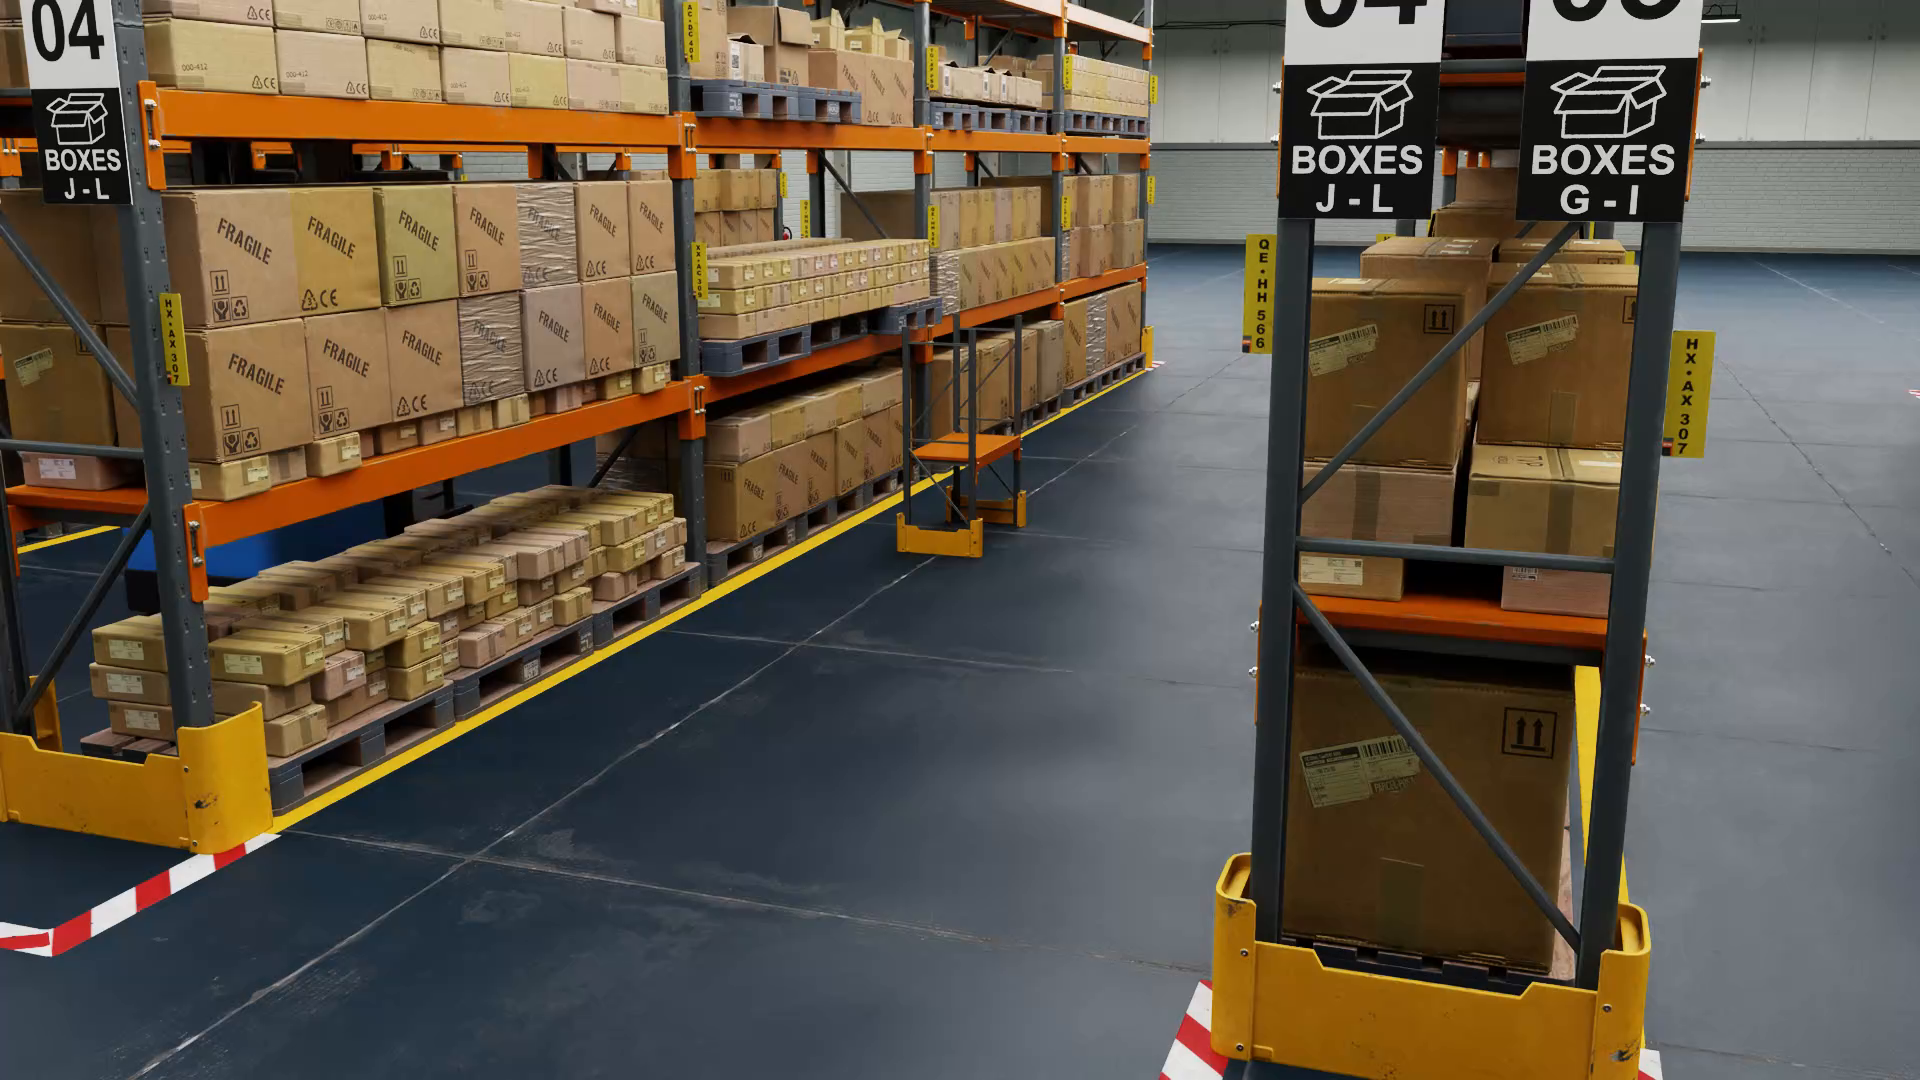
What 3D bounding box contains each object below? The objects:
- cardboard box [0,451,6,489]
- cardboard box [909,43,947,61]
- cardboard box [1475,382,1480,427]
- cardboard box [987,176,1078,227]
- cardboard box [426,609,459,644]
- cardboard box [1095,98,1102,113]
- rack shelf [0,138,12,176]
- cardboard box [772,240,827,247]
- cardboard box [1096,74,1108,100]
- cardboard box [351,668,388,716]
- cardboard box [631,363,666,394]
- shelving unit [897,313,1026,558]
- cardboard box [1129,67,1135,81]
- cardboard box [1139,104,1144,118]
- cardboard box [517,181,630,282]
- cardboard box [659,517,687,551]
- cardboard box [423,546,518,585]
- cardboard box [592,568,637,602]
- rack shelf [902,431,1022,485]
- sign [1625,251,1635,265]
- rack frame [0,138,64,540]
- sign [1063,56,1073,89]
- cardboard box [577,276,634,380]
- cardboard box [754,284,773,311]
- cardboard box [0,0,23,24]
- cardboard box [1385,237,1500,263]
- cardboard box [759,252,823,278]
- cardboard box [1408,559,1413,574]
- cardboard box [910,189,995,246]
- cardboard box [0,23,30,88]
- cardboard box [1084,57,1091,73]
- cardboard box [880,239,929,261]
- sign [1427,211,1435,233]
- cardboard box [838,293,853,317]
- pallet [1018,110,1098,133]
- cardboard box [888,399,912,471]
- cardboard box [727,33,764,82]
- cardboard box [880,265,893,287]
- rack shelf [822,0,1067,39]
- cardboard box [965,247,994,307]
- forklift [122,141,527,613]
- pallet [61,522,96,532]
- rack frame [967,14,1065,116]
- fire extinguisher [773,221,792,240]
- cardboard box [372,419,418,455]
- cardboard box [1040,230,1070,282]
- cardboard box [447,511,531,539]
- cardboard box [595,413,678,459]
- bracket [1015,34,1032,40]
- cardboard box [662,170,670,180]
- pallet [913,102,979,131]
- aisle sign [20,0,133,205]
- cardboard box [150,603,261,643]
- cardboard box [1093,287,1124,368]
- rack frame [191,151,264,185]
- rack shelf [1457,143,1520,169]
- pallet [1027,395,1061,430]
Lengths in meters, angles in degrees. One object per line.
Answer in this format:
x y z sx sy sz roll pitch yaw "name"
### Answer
-7.047 -0.340 11.050 0.875 0.438 0.875 4 13 18 "cardboard box"
-0.434 -4.167 14.868 0.500 0.500 0.500 4 14 18 "cardboard box"
1.907 -0.573 6.927 0.500 0.250 0.500 5 14 20 "cardboard box"
0.782 -3.657 18.006 0.875 0.550 0.550 4 14 18 "cardboard box"
-2.589 0.396 7.805 0.380 0.149 0.250 4 13 16 "cardboard box"
1.329 -4.718 18.073 0.380 0.149 0.250 4 13 17 "cardboard box"
-7.389 -2.199 9.259 1.077 0.370 4.000 4 14 18 "rack shelf"
-1.233 -2.197 12.655 0.380 0.149 0.250 4 14 18 "cardboard box"
1.310 -4.941 18.155 0.500 0.250 0.500 4 14 18 "cardboard box"
-2.767 0.653 7.351 0.380 0.149 0.250 5 14 19 "cardboard box"
-1.877 -0.912 9.308 0.380 0.149 0.250 4 13 17 "cardboard box"
0.025 -0.747 11.391 0.587 1.500 1.083 4 14 18 "shelving unit"
1.821 -5.426 19.383 0.380 0.149 0.250 5 14 19 "cardboard box"
1.988 -5.146 19.949 0.380 0.149 0.250 4 14 19 "cardboard box"
-2.084 -1.627 8.736 0.500 0.500 0.500 4 13 17 "cardboard box"
-1.827 -0.044 9.736 0.380 0.149 0.250 5 14 20 "cardboard box"
-2.431 0.139 8.262 0.380 0.149 0.250 4 14 19 "cardboard box"
-2.018 0.228 9.213 0.380 0.149 0.250 4 13 17 "cardboard box"
0.028 -0.574 11.440 0.538 0.185 1.000 4 14 18 "rack shelf"
3.160 -1.216 7.952 0.100 0.325 0.005 4 14 18 "sign"
-6.742 -1.509 11.357 1.000 3.000 0.127 4 14 18 "rack frame"
1.079 -4.689 16.680 0.100 0.325 0.005 4 14 18 "sign"
-2.084 -1.136 8.831 0.500 0.500 0.500 4 13 17 "cardboard box"
-1.381 -1.505 10.295 0.380 0.149 0.250 4 13 17 "cardboard box"
-3.412 -2.080 6.332 0.500 0.250 0.500 4 13 17 "cardboard box"
2.238 -1.150 7.770 0.500 0.500 0.500 4 14 18 "cardboard box"
-1.128 -1.815 10.983 0.380 0.149 0.250 4 14 18 "cardboard box"
1.227 0.016 5.242 0.380 0.149 0.250 5 14 19 "cardboard box"
-0.086 -2.968 15.280 0.700 0.500 0.500 4 14 18 "cardboard box"
-3.423 -1.836 6.385 0.500 0.250 0.500 4 13 17 "cardboard box"
1.165 -4.999 17.514 0.380 0.149 0.250 4 14 18 "cardboard box"
-0.457 -2.252 12.897 0.380 0.149 0.250 4 13 16 "cardboard box"
3.412 -2.200 11.964 0.100 0.325 0.005 4 14 18 "sign"
-0.961 -1.634 11.526 0.380 0.149 0.250 4 13 16 "cardboard box"
0.837 -4.449 17.697 1.003 0.211 1.213 4 14 18 "pallet"
-0.697 -0.845 13.121 0.500 0.500 0.500 4 14 18 "cardboard box"
-1.543 -2.968 10.264 0.500 0.311 0.500 4 14 18 "cardboard box"
-0.710 -1.942 12.207 0.380 0.149 0.250 4 14 19 "cardboard box"
-0.085 -4.816 14.881 1.077 0.370 4.000 4 14 18 "rack shelf"
-0.006 -2.353 14.832 0.500 0.500 0.500 4 14 18 "cardboard box"
-3.850 -1.255 10.401 1.130 2.935 3.031 4 13 15 "forklift"
-6.564 -0.317 12.403 1.003 0.211 1.213 4 14 18 "pallet"
0.563 -5.783 16.601 1.000 3.000 0.127 4 14 18 "rack frame"
-2.387 -3.989 22.396 0.296 0.674 0.183 4 14 18 "fire extinguisher"
-2.659 -0.483 7.426 0.380 0.149 0.250 4 14 18 "cardboard box"
0.671 -3.010 17.596 0.875 0.550 0.550 4 14 18 "cardboard box"
-2.577 -0.054 9.109 0.380 0.149 0.250 4 13 17 "cardboard box"
-2.024 -0.700 10.804 0.500 0.250 0.500 4 13 17 "cardboard box"
2.117 -15.743 52.150 0.076 0.066 3.189 4 14 18 "bracket"
-3.620 -4.057 19.383 0.700 0.500 0.500 4 14 19 "cardboard box"
-0.574 -3.526 13.877 1.213 0.211 1.003 5 14 21 "pallet"
-3.060 -1.562 5.748 0.394 0.787 0.004 4 14 18 "aisle sign"
-3.253 0.385 7.185 0.380 0.149 0.250 5 14 19 "cardboard box"
1.417 -2.536 19.690 0.875 0.875 0.875 4 13 18 "cardboard box"
-8.852 -3.550 20.300 1.000 3.000 0.127 4 14 18 "rack frame"
4.576 -3.170 13.512 1.077 0.370 4.000 4 14 18 "rack shelf"
0.384 -1.331 16.844 1.003 0.211 1.213 4 14 18 "pallet"
